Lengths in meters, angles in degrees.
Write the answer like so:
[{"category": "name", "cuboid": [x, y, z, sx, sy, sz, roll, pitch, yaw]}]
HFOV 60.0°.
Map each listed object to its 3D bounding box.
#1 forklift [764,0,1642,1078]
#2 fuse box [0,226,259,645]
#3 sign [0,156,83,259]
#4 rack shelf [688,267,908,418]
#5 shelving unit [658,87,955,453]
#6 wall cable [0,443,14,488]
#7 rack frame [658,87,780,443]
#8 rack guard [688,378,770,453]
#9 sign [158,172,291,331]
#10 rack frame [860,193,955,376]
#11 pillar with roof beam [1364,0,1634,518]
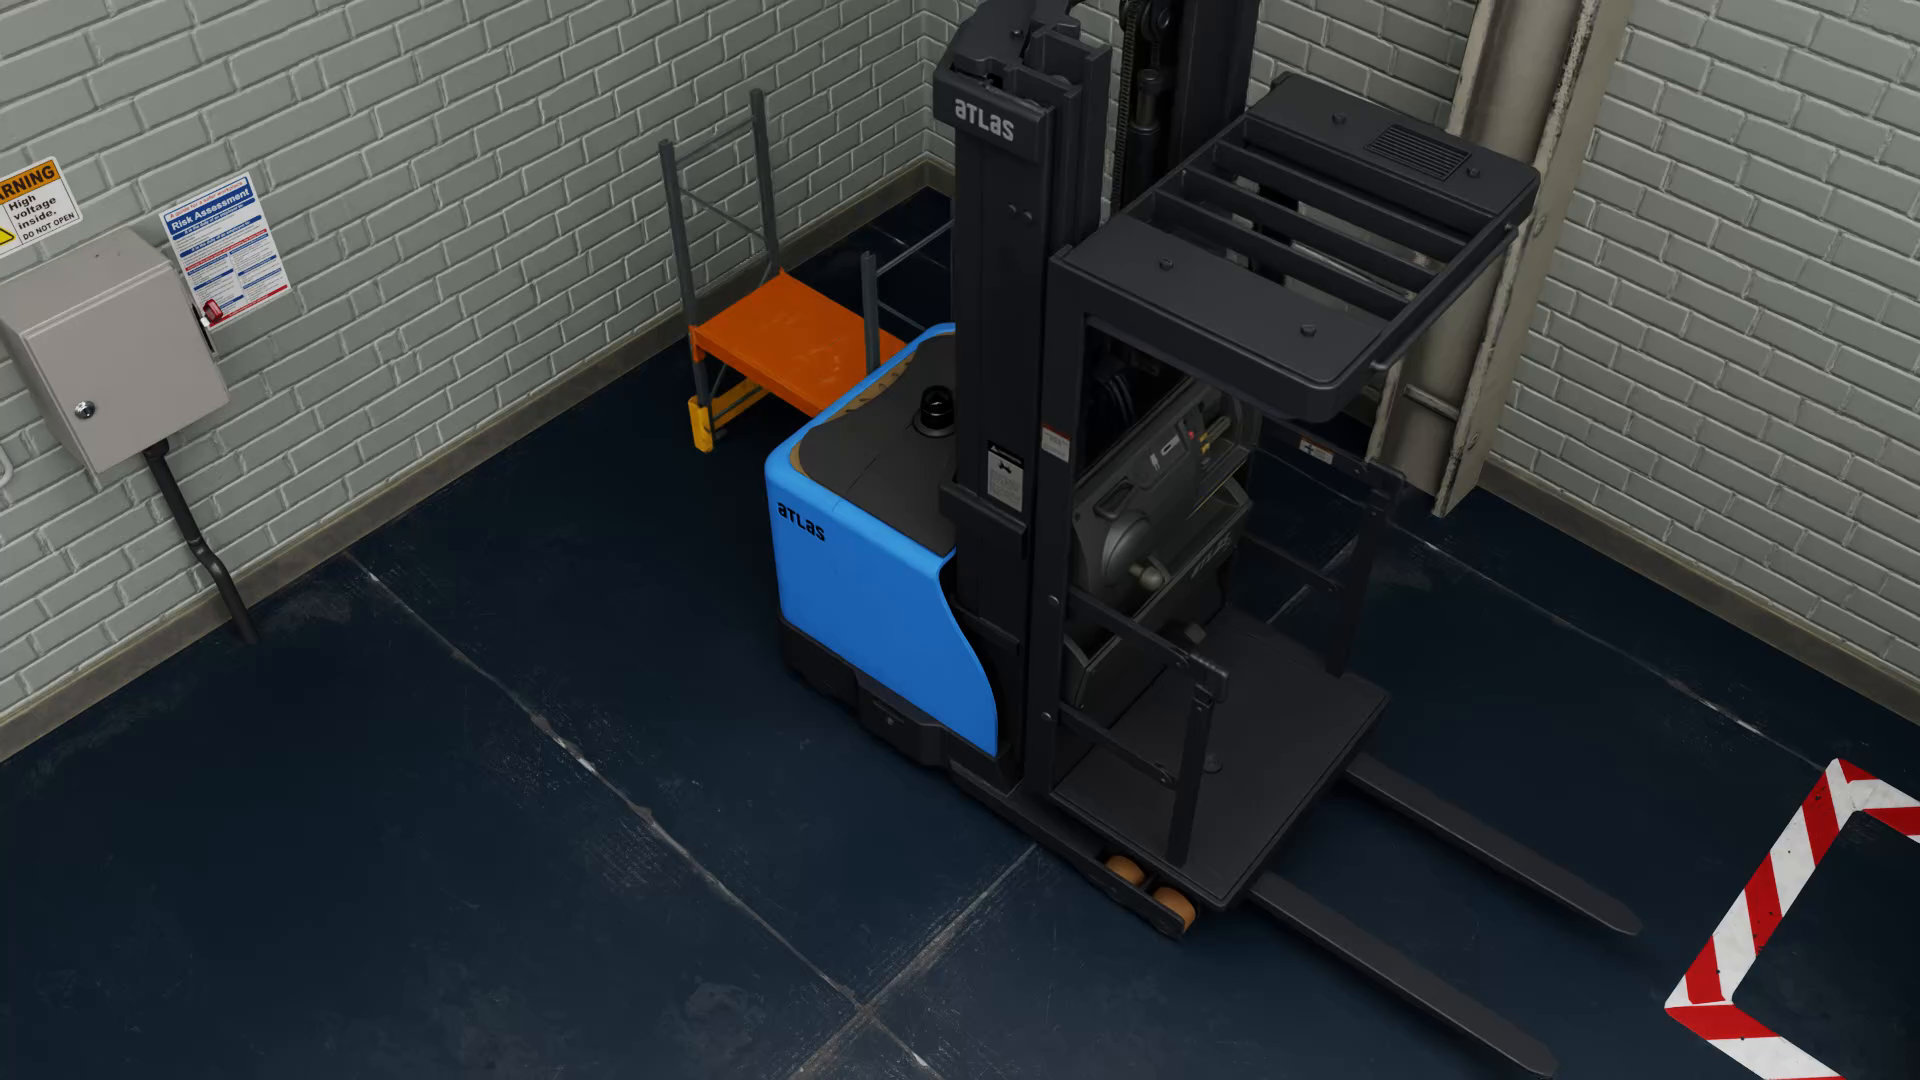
[{"category": "forklift", "cuboid": [0.791, -0.135, 4.866, 3.031, 2.935, 1.130, 31, 54, 26]}, {"category": "fuse box", "cuboid": [-2.683, -0.205, 5.768, 0.414, 1.711, 0.539, 34, 55, 28]}, {"category": "sign", "cuboid": [-2.873, -1.001, 5.066, 0.001, 0.242, 0.339, 34, 55, 28]}, {"category": "rack shelf", "cuboid": [-0.541, -0.694, 6.619, 1.000, 0.185, 0.538, 33, 55, 27]}, {"category": "shelving unit", "cuboid": [-0.547, -0.821, 6.492, 1.083, 1.500, 0.587, 33, 55, 27]}, {"category": "wall cable", "cuboid": [-3.262, -0.706, 4.658, 0.122, 1.984, 0.588, 34, 55, 28]}, {"category": "rack frame", "cuboid": [-0.922, -1.061, 6.718, 0.032, 1.500, 0.500, 33, 55, 27]}, {"category": "rack guard", "cuboid": [-0.921, -0.633, 7.173, 0.087, 0.250, 0.587, 33, 55, 27]}, {"category": "sign", "cuboid": [-2.500, -0.980, 5.678, 0.001, 0.494, 0.329, 34, 55, 28]}, {"category": "rack frame", "cuboid": [-0.159, -0.572, 6.258, 0.032, 1.500, 0.500, 33, 55, 27]}, {"category": "pillar with roof beam", "cuboid": [-0.982, -1.041, 1.555, 0.400, 9.000, 9.100, 34, 55, 28]}]
